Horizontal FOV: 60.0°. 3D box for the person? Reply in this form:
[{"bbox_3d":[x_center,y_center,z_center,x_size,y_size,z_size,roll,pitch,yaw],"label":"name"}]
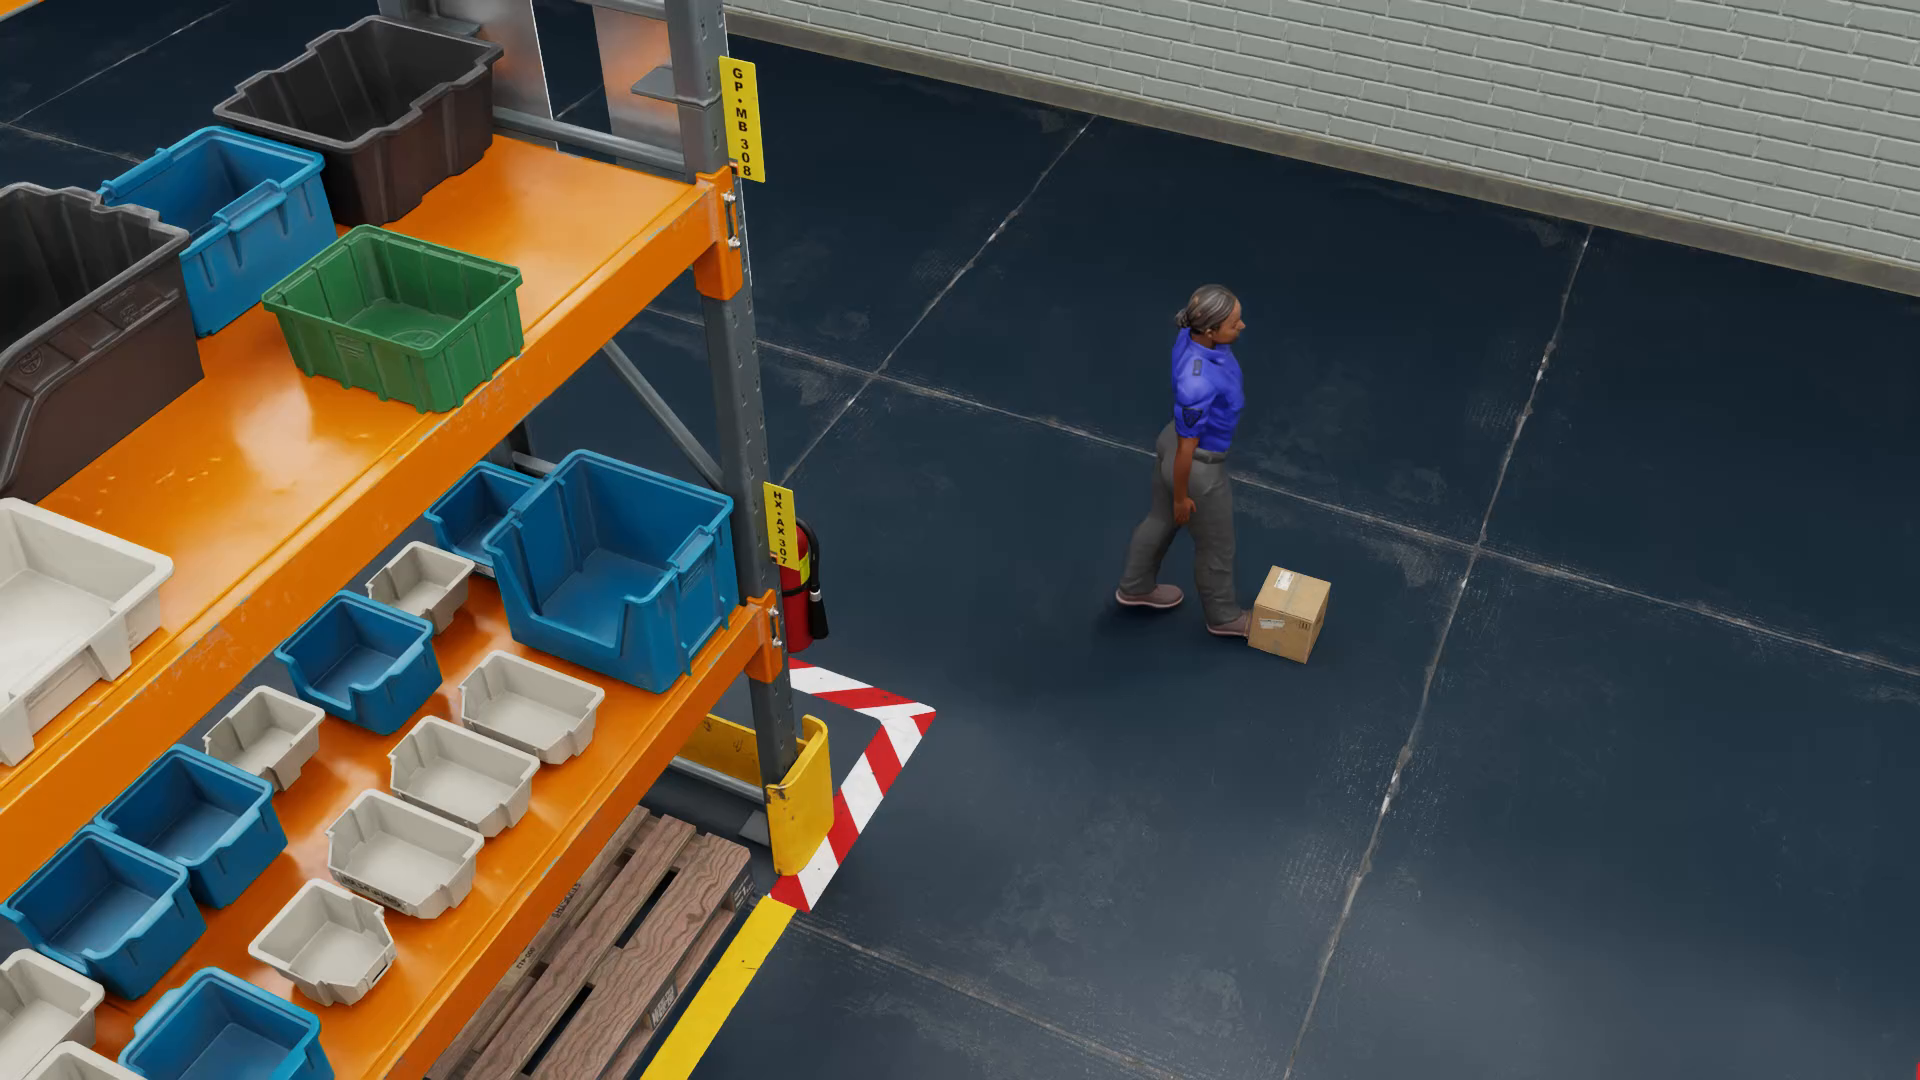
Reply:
[{"bbox_3d":[0.991,-0.302,6.486,0.665,1.651,0.451,1,42,1],"label":"person"}]
